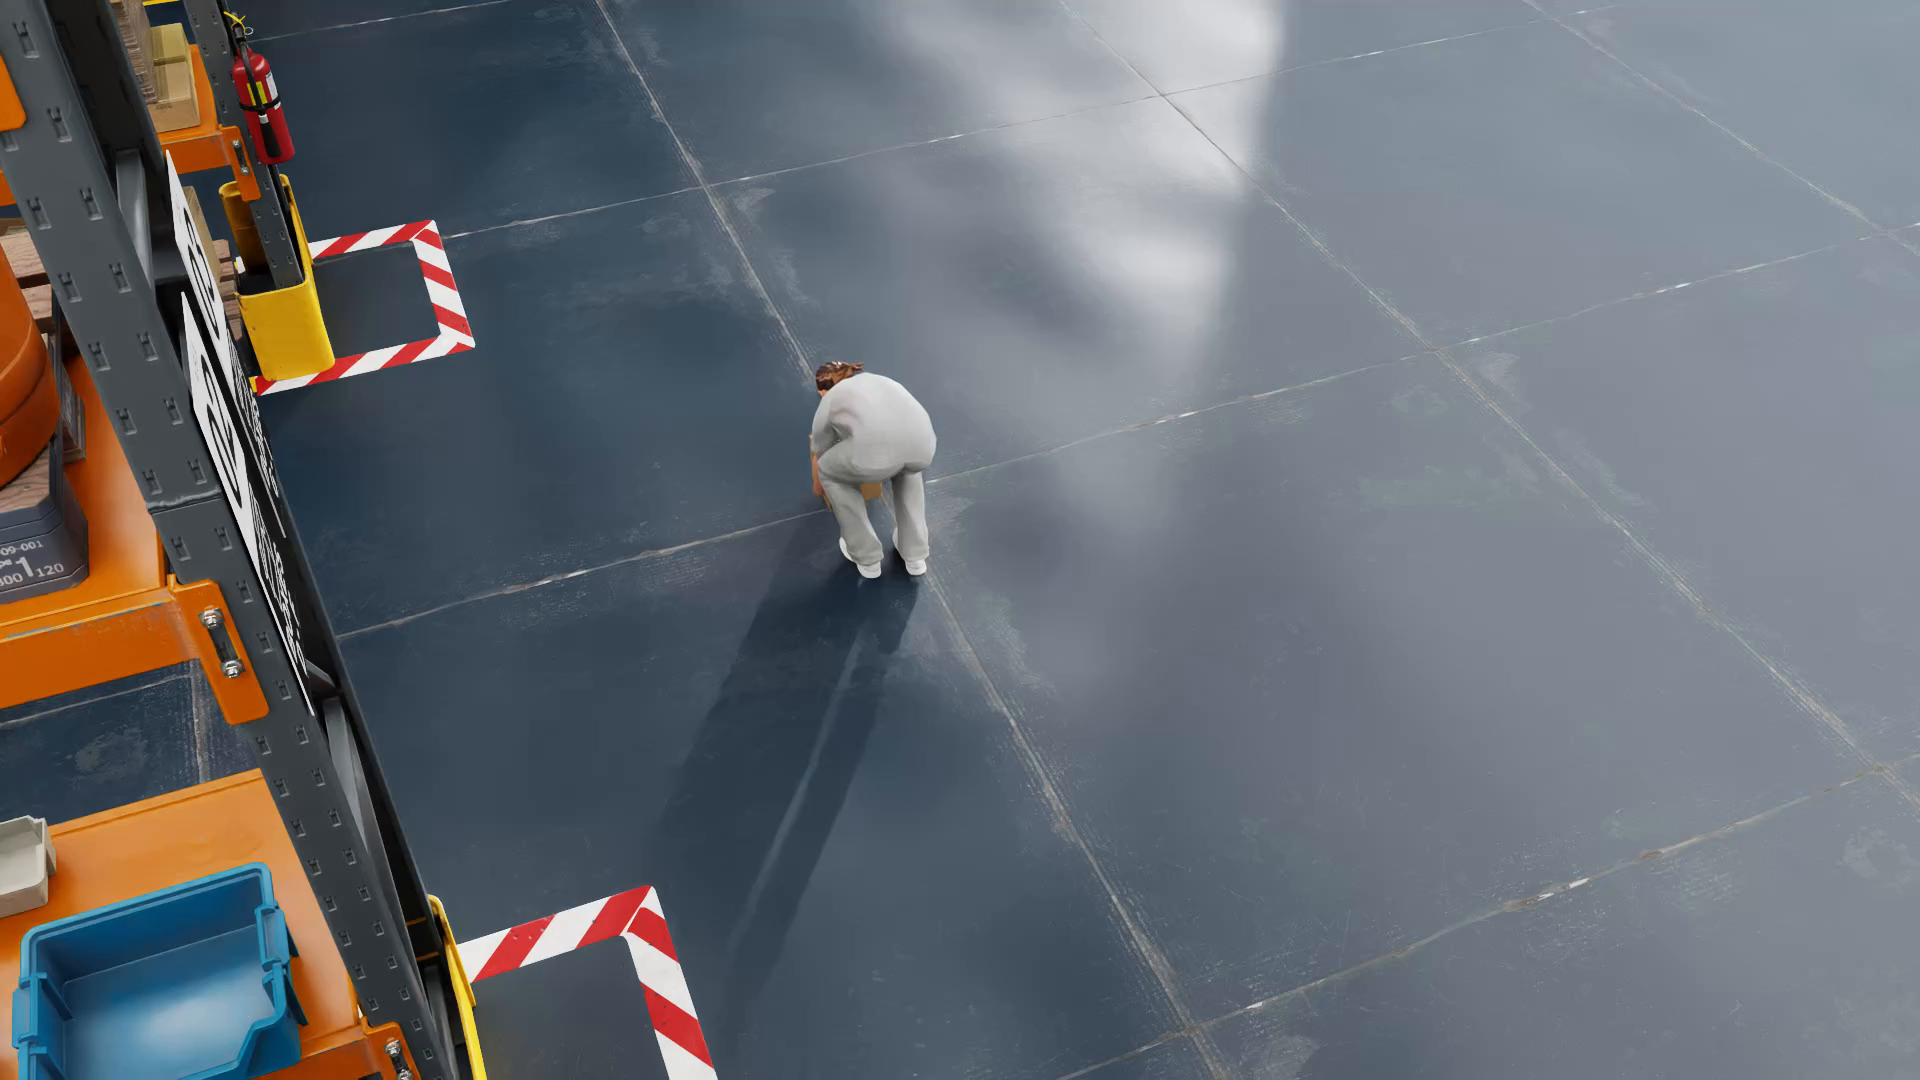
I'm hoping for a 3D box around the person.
[{"bbox_3d":[-0.392,-0.347,7.110,0.455,0.921,0.852,-17,45,-19],"label":"person"}]
